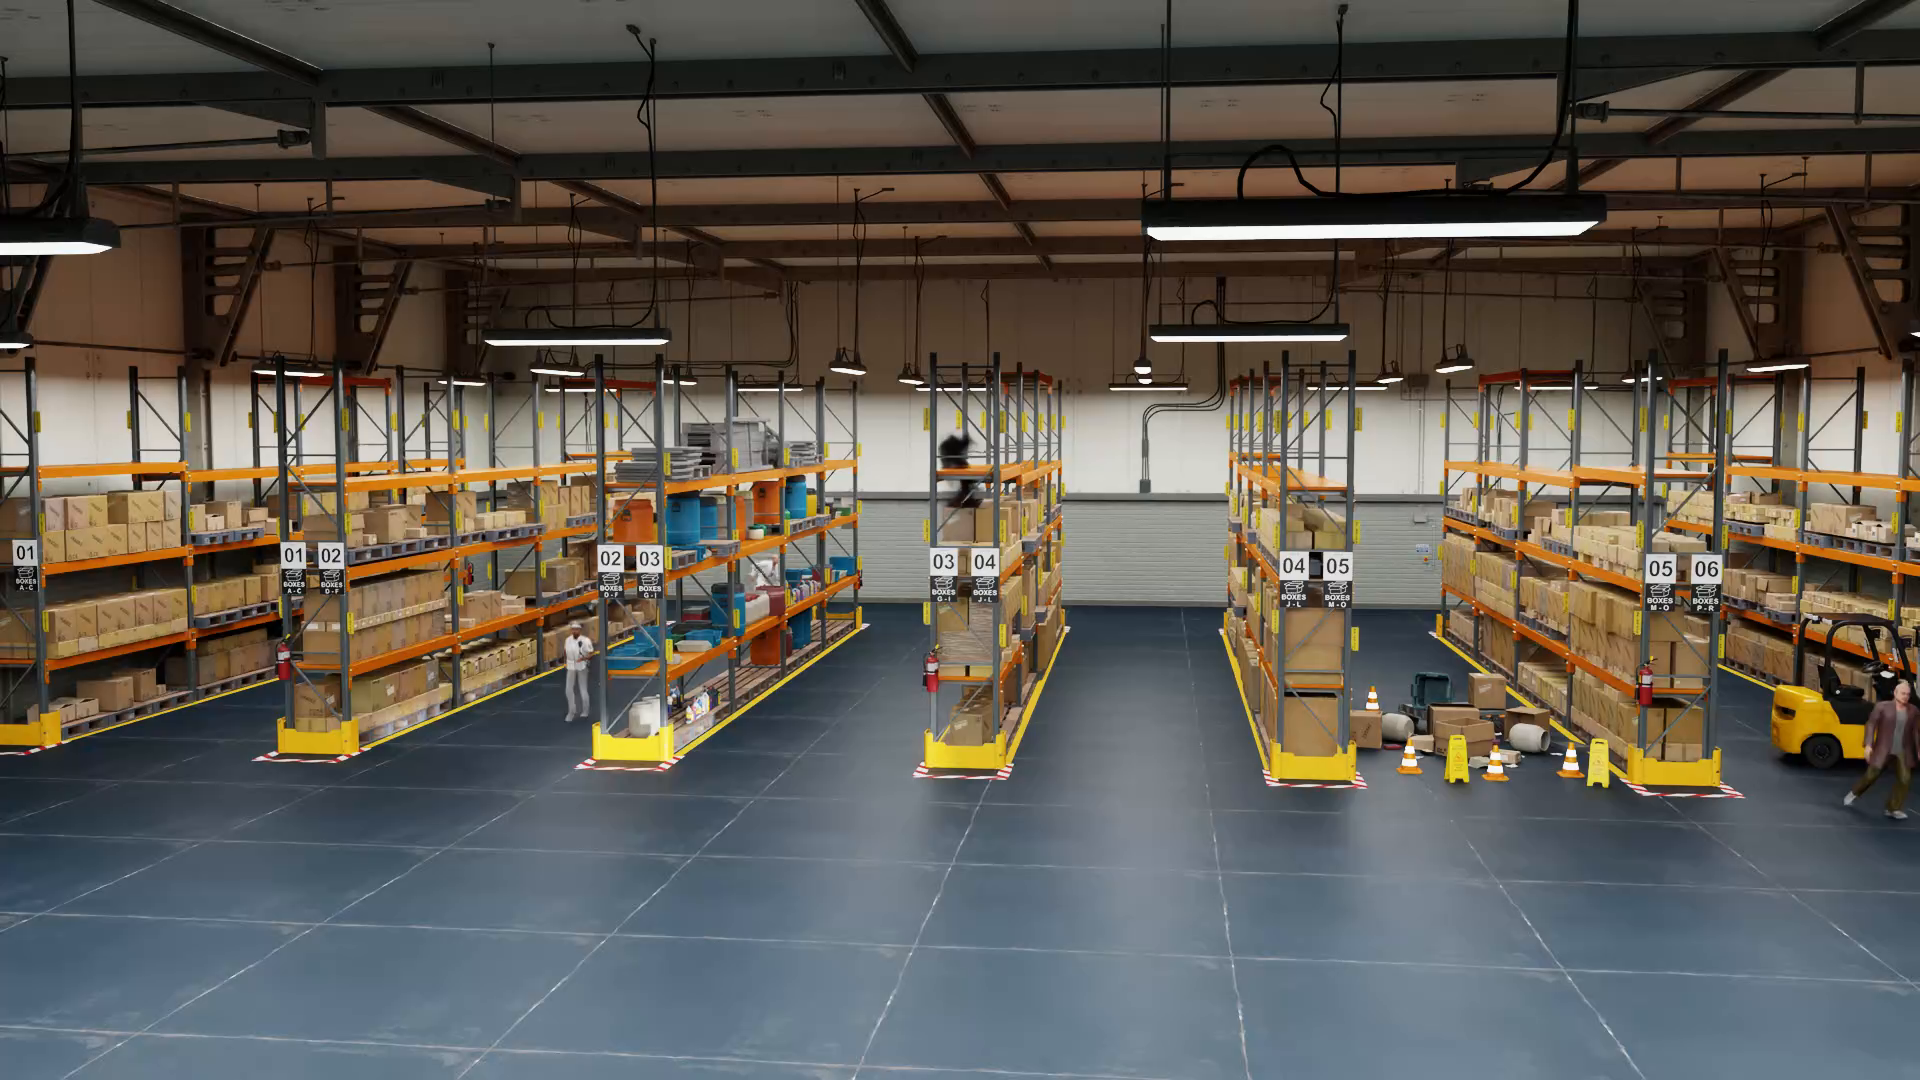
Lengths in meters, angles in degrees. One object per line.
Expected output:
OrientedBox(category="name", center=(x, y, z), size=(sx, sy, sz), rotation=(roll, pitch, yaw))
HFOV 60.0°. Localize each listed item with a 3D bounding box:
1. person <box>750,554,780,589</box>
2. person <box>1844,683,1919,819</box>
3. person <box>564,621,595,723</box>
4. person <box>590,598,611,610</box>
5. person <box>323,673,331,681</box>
OrientedBox(category="person", center=(-5.065, 1.147, 42.975), size=(1.168, 1.598, 0.702), rotation=(2, 5, 28))
OrientedBox(category="person", center=(11.787, 2.644, 21.160), size=(0.825, 1.717, 0.742), rotation=(1, 4, 10))
OrientedBox(category="person", center=(-6.390, 2.199, 27.838), size=(0.586, 1.732, 0.721), rotation=(0, 4, 5))
OrientedBox(category="person", center=(-9.210, 1.072, 42.988), size=(0.853, 1.838, 0.636), rotation=(1, 4, 11))
OrientedBox(category="person", center=(-10.902, 2.237, 28.723), size=(0.645, 1.491, 0.731), rotation=(-1, 4, -10))
